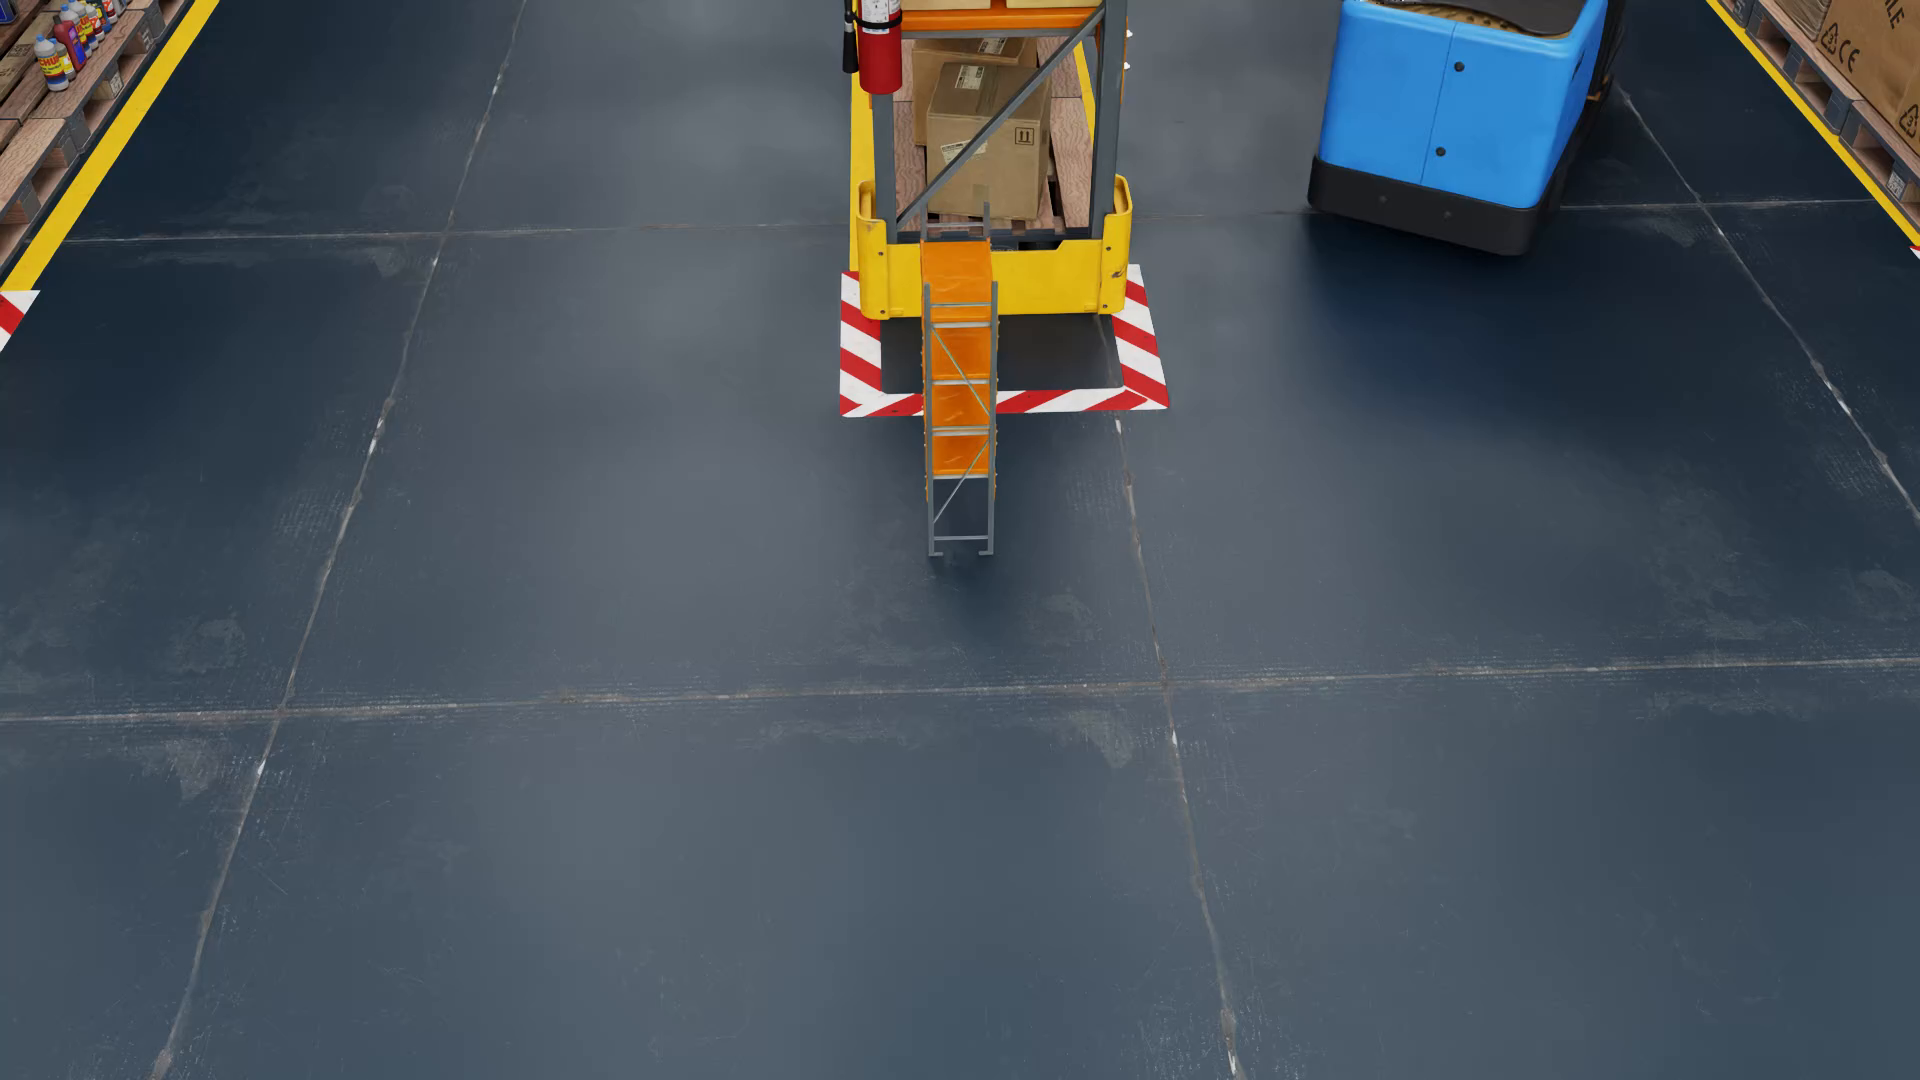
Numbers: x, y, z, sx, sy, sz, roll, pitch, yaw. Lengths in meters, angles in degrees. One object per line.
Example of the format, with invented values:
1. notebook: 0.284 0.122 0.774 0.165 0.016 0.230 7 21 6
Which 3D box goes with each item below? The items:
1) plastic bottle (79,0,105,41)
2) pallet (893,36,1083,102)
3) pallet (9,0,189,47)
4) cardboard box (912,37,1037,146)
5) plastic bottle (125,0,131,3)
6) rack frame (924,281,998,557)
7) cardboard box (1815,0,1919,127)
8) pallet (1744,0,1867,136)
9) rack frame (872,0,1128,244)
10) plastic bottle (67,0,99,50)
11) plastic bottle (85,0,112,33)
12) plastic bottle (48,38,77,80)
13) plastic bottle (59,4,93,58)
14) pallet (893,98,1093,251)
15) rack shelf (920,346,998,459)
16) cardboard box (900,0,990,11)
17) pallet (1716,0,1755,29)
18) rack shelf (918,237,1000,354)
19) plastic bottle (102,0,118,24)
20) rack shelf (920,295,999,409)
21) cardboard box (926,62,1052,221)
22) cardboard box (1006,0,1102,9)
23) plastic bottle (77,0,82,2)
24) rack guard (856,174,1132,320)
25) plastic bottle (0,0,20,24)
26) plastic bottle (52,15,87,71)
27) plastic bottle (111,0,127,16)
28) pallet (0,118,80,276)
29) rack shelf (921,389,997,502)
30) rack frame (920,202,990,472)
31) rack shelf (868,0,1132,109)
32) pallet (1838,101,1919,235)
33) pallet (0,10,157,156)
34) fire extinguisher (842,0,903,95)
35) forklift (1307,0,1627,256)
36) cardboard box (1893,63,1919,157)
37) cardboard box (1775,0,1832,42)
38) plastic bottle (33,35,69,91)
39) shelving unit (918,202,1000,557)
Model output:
1. plastic bottle: -4.592 -2.742 8.767 0.097 0.201 0.097 0 43 0
2. pallet: 0.094 -2.549 8.875 1.003 0.211 1.213 -2 43 -2
3. pallet: -4.987 -3.230 9.618 1.003 0.211 1.213 -2 43 -2
4. cardboard box: 0.075 -2.212 7.983 0.500 0.500 0.500 9 43 9
5. plastic bottle: -4.636 -3.124 9.073 0.144 0.351 0.185 -2 43 -2
6. rack frame: 0.003 -0.389 5.787 0.240 1.200 0.015 -2 43 -2
7. cardboard box: 4.970 -2.650 8.183 0.875 0.875 0.875 -2 43 -2
8. pallet: 4.944 -2.560 8.886 1.003 0.211 1.213 -2 43 -2
9. rack frame: 0.145 -2.154 6.381 1.000 3.000 0.127 -2 43 -2
10. plastic bottle: -4.588 -2.701 8.670 0.097 0.271 0.097 0 43 0
11. plastic bottle: -4.597 -2.837 8.819 0.097 0.271 0.097 0 43 0
12. plastic bottle: -4.574 -2.446 8.444 0.097 0.201 0.097 0 43 0
13. plastic bottle: -4.584 -2.633 8.596 0.097 0.271 0.097 0 43 0
14. pallet: 0.142 -1.727 7.978 1.003 0.211 1.213 -2 43 -2
15. rack shelf: -0.007 -0.504 6.012 0.258 0.148 0.480 -2 43 -2
16. cardboard box: -0.074 -2.248 6.669 0.380 0.149 0.250 -2 43 -2
17. pallet: 4.889 -3.385 9.787 1.003 0.211 1.213 -2 43 -2
18. rack shelf: -0.007 -0.844 5.701 0.258 0.148 0.480 -2 43 -2
19. plastic bottle: -4.601 -2.880 8.918 0.097 0.201 0.097 0 43 0
20. rack shelf: -0.007 -0.669 5.861 0.258 0.148 0.480 -2 43 -2
21. cardboard box: 0.135 -1.810 7.544 0.500 0.500 0.500 6 43 6
22. cardboard box: 0.371 -2.261 6.683 0.380 0.149 0.250 -2 43 -2
23. plastic bottle: -4.740 -2.986 8.973 0.061 0.283 0.133 -2 43 -2
24. rack guard: 0.142 -1.284 7.281 1.175 0.500 0.348 -2 43 -2
25. plastic bottle: -5.181 -2.921 8.907 0.152 0.276 0.135 -2 43 -2
26. plastic bottle: -4.561 -2.559 8.507 0.061 0.283 0.133 -1 43 -1
27. plastic bottle: -4.633 -2.987 8.979 0.152 0.276 0.135 -1 43 -1
28. pallet: -4.883 -1.583 7.821 1.003 0.211 1.213 -2 43 -2
29. rack shelf: -0.007 -0.358 6.146 0.258 0.148 0.480 -2 43 -2
30. rack frame: -0.017 -0.719 6.146 0.240 1.200 0.015 -2 43 -2
31. rack shelf: 0.060 -3.239 8.097 1.077 0.370 4.000 -2 43 -2
32. pallet: 4.992 -1.738 7.990 1.003 0.211 1.213 -2 43 -2
33. pallet: -4.932 -2.405 8.717 1.003 0.211 1.213 -2 43 -2
34. fire extinguisher: -0.311 -2.035 6.308 0.296 0.674 0.183 -2 43 -2
35. forklift: 2.767 -3.364 7.751 1.130 2.935 3.031 19 46 19
36. cardboard box: 5.010 -2.056 7.535 0.875 0.875 0.875 -1 43 -2
37. cardboard box: 4.934 -3.266 8.854 0.875 0.875 0.875 -1 43 -1
38. plastic bottle: -4.569 -2.402 8.344 0.097 0.271 0.097 0 43 0
39. shelving unit: -0.007 -0.554 5.966 0.258 1.200 0.503 -2 43 -2
